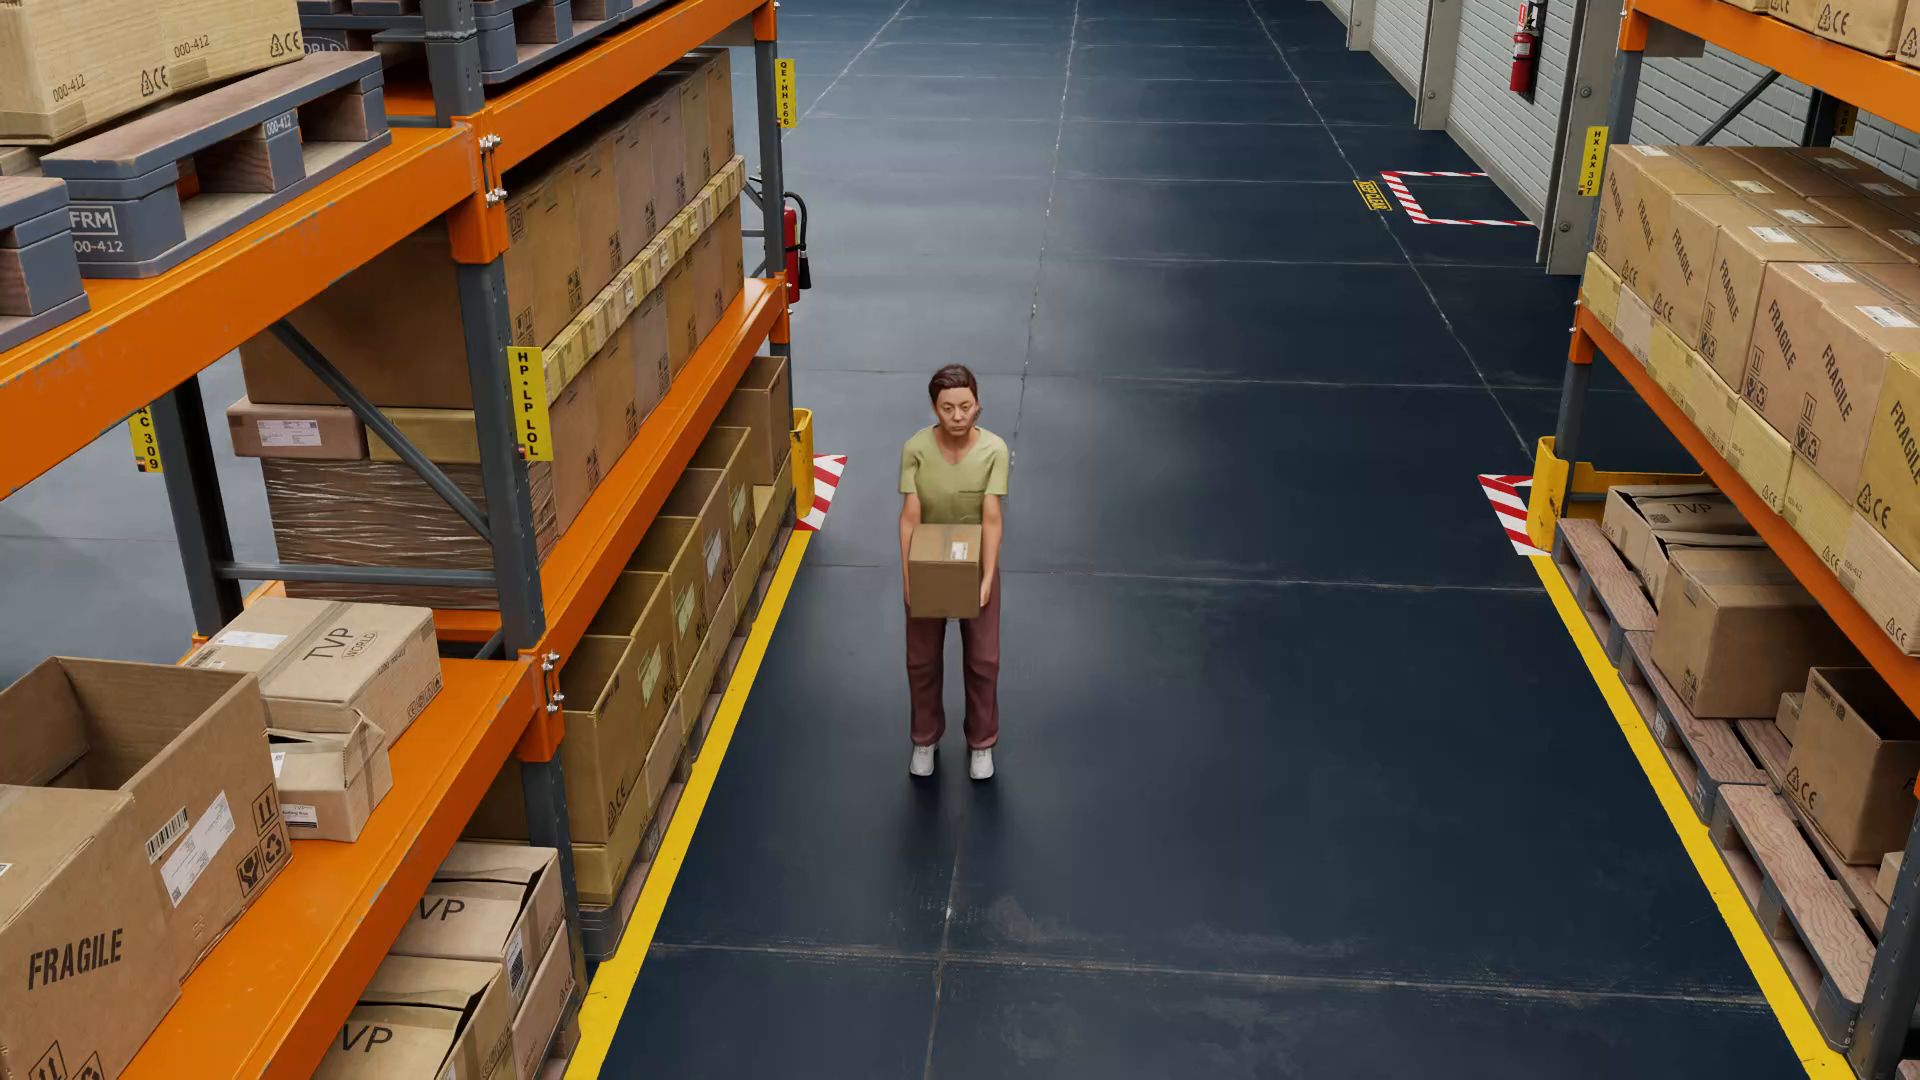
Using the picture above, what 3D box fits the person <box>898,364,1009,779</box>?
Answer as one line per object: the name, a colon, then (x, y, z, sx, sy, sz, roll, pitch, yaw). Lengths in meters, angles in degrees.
person: (-0.027, 0.161, 6.272, 0.408, 1.667, 0.501, 2, 25, 4)
